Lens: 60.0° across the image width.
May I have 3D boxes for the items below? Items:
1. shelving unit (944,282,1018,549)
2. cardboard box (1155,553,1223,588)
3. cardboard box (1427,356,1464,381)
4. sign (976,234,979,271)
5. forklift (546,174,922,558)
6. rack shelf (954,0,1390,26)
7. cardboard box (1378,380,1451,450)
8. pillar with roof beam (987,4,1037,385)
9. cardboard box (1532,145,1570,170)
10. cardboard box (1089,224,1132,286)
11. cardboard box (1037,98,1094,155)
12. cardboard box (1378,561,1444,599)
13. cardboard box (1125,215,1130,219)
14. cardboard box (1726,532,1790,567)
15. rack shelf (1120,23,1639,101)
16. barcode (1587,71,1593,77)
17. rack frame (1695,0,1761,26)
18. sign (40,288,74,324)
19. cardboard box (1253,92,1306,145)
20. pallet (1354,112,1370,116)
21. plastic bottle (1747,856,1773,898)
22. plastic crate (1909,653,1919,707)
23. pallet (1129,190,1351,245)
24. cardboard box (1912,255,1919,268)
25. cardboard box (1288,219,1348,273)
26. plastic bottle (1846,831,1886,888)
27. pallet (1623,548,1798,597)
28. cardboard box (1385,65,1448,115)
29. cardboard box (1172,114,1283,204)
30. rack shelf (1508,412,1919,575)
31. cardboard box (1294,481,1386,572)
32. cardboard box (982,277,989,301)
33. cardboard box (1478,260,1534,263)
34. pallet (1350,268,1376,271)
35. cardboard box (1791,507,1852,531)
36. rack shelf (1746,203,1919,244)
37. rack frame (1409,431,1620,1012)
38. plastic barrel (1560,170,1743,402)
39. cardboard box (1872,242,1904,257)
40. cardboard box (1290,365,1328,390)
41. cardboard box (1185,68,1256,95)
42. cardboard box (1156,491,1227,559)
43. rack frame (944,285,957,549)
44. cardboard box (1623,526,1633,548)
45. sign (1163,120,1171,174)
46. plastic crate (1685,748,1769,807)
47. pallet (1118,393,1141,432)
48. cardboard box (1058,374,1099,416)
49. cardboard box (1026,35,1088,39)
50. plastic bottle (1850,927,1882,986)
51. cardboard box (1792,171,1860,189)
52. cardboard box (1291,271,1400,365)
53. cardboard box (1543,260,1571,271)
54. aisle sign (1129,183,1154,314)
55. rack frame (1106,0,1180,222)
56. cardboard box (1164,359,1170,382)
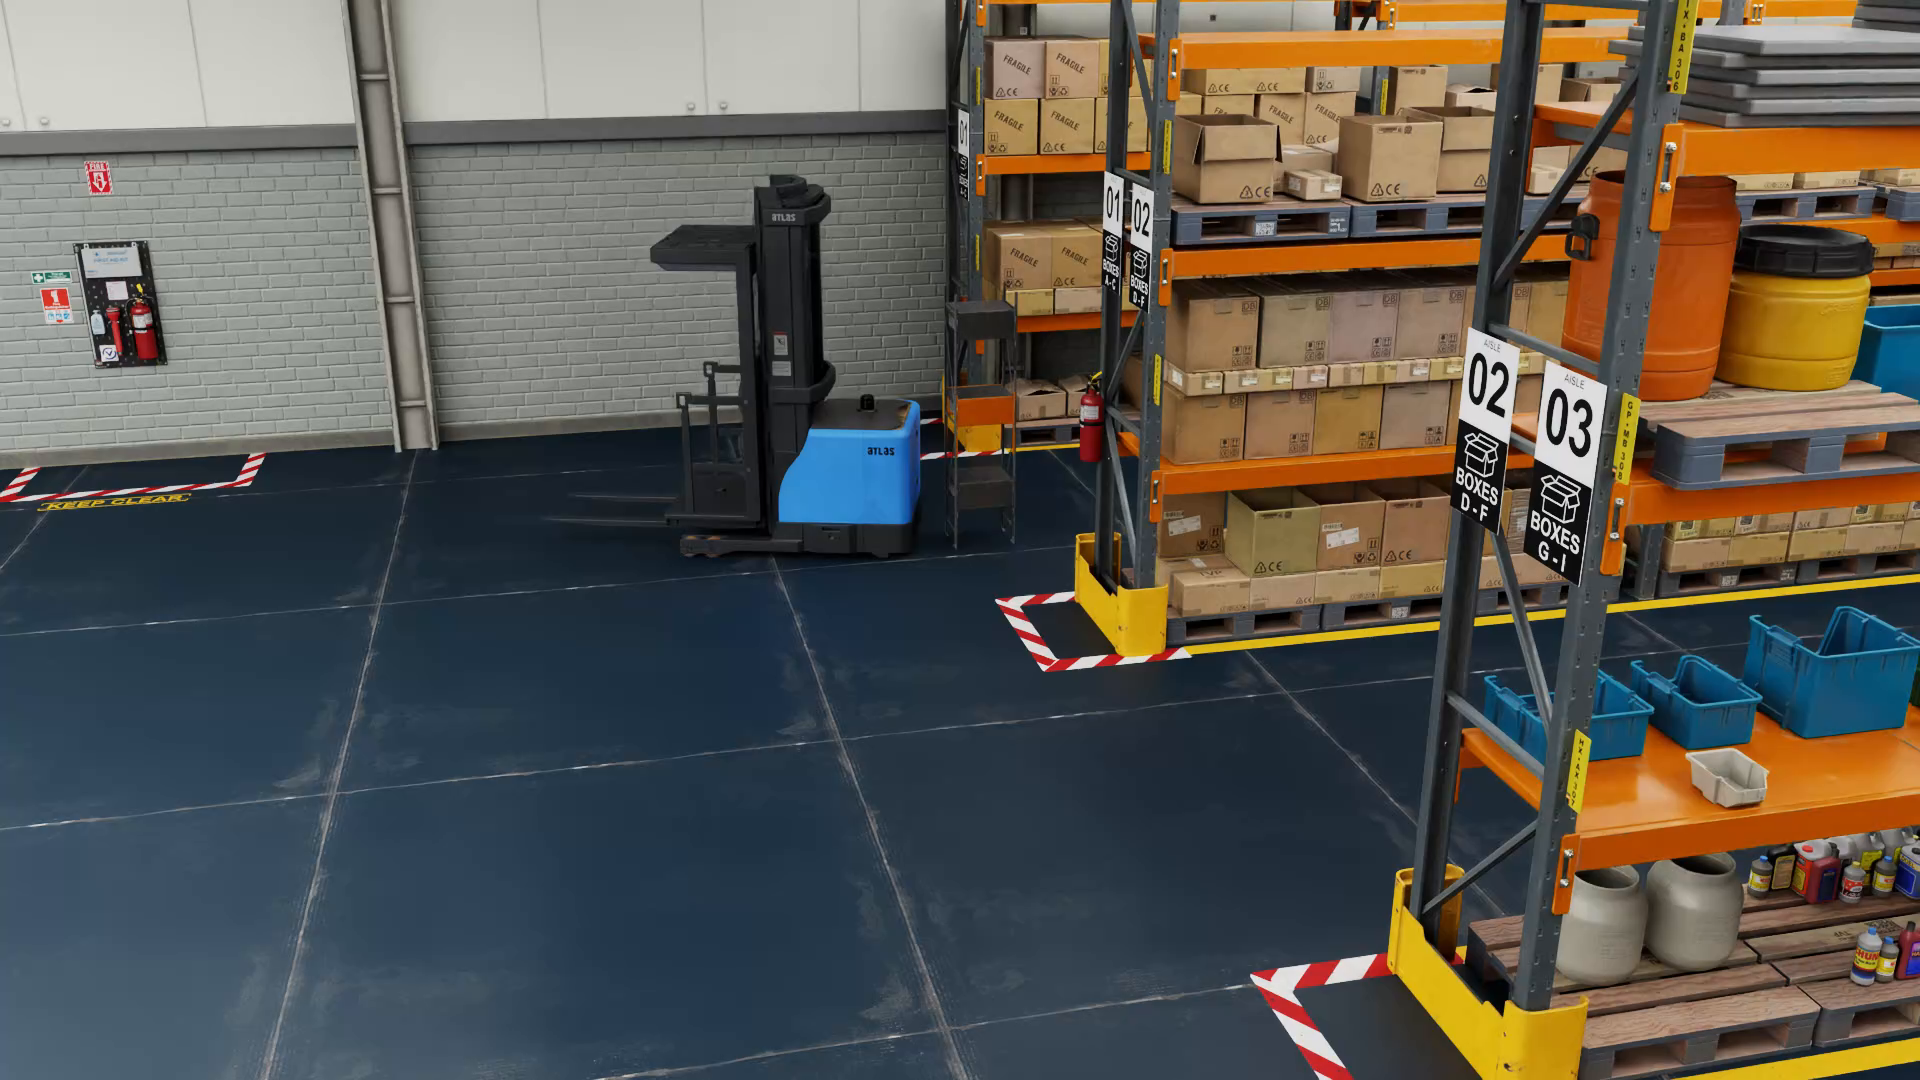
[{"bbox_3d":[0.161,-0.999,13.489,0.503,2.100,0.431,-5,21,-12],"label":"shelving unit"},{"bbox_3d":[1.633,0.154,12.421,0.500,0.250,0.500,-5,21,-12],"label":"cardboard box"},{"bbox_3d":[3.362,-1.252,11.782,0.250,0.149,0.380,-4,20,-11],"label":"cardboard box"},{"bbox_3d":[0.160,-2.682,15.516,0.005,0.325,0.100,-5,21,-12],"label":"sign"},{"bbox_3d":[-1.862,-1.416,13.418,3.031,2.935,1.130,1,20,4],"label":"forklift"},{"bbox_3d":[1.982,-5.093,15.685,4.000,0.370,1.077,-5,21,-12],"label":"rack shelf"},{"bbox_3d":[3.142,-1.002,12.043,0.500,0.500,0.700,-4,21,-11],"label":"cardboard box"},{"bbox_3d":[1.508,-4.178,12.136,0.400,9.000,9.100,-5,21,-12],"label":"pillar with roof beam"},{"bbox_3d":[3.995,-2.751,11.917,0.500,0.311,0.500,-6,21,-15],"label":"cardboard box"},{"bbox_3d":[1.557,-2.760,16.086,0.500,0.500,0.500,-5,21,-14],"label":"cardboard box"},{"bbox_3d":[0.949,-3.895,15.551,0.500,0.500,0.500,-3,20,-9],"label":"cardboard box"},{"bbox_3d":[3.212,0.209,12.270,0.500,0.250,0.500,-5,21,-12],"label":"cardboard box"},{"bbox_3d":[1.929,-2.975,16.674,0.500,0.500,0.500,-4,21,-12],"label":"cardboard box"},{"bbox_3d":[6.019,-0.011,12.869,0.500,0.250,0.500,-4,21,-11],"label":"cardboard box"},{"bbox_3d":[3.125,-3.249,11.227,4.000,0.370,1.077,-5,21,-12],"label":"rack shelf"},{"bbox_3d":[6.628,-4.903,17.488,0.075,0.075,0.001,-5,21,-12],"label":"barcode"},{"bbox_3d":[7.821,-5.907,16.857,0.127,3.000,1.000,-5,21,-12],"label":"rack frame"},{"bbox_3d":[-8.297,-2.151,15.275,0.234,0.329,0.001,-5,21,-12],"label":"sign"},{"bbox_3d":[2.998,-4.080,16.055,0.500,0.500,0.500,-6,21,-17],"label":"cardboard box"},{"bbox_3d":[4.553,-4.107,16.577,1.003,0.211,1.213,-5,21,-12],"label":"pallet"},{"bbox_3d":[4.001,1.675,8.310,0.097,0.201,0.097,0,20,0],"label":"plastic bottle"},{"bbox_3d":[4.822,0.655,7.973,0.662,0.188,0.450,-5,21,-12],"label":"plastic crate"},{"bbox_3d":[1.873,-2.213,11.263,1.213,0.211,1.003,-5,21,-12],"label":"pallet"},{"bbox_3d":[10.450,-3.105,18.267,0.250,0.149,0.380,-5,21,-12],"label":"cardboard box"},{"bbox_3d":[3.539,-2.923,16.533,0.500,0.500,0.500,-5,21,-13],"label":"cardboard box"},{"bbox_3d":[4.548,1.568,8.384,0.185,0.351,0.144,-4,20,-10],"label":"plastic bottle"},{"bbox_3d":[5.779,0.122,13.173,1.213,0.211,1.003,-5,21,-12],"label":"pallet"},{"bbox_3d":[4.478,-4.442,16.464,0.500,0.500,0.500,-2,20,-5],"label":"cardboard box"},{"bbox_3d":[1.739,-2.563,11.125,0.637,0.503,0.797,-3,20,-9],"label":"cardboard box"},{"bbox_3d":[4.261,-0.370,7.147,4.000,0.370,1.077,-5,21,-12],"label":"rack shelf"},{"bbox_3d":[2.722,-0.109,12.048,0.500,0.500,0.500,-5,21,-12],"label":"cardboard box"},{"bbox_3d":[0.446,-2.498,16.461,0.500,0.250,0.500,-4,21,-12],"label":"cardboard box"},{"bbox_3d":[5.610,-3.160,17.296,0.500,0.500,0.700,-2,20,-5],"label":"cardboard box"},{"bbox_3d":[4.705,-2.695,17.090,1.213,0.211,1.003,-5,21,-12],"label":"pallet"},{"bbox_3d":[6.523,-0.313,12.881,0.500,0.311,0.500,-5,21,-14],"label":"cardboard box"},{"bbox_3d":[7.018,-2.344,12.539,4.000,0.370,1.077,-5,21,-12],"label":"rack shelf"},{"bbox_3d":[2.315,0.859,7.107,0.127,3.000,1.000,-5,21,-12],"label":"rack frame"},{"bbox_3d":[2.759,-1.029,6.666,0.708,0.830,0.600,-5,21,-12],"label":"plastic barrel"},{"bbox_3d":[9.852,-3.360,18.019,0.500,0.500,0.500,-4,21,-11],"label":"cardboard box"},{"bbox_3d":[2.356,-1.170,11.558,0.250,0.149,0.380,-5,21,-13],"label":"cardboard box"},{"bbox_3d":[2.466,-4.485,15.710,0.500,0.500,0.500,-5,21,-14],"label":"cardboard box"},{"bbox_3d":[1.632,-0.199,12.294,0.500,0.500,0.500,-5,21,-12],"label":"cardboard box"},{"bbox_3d":[-0.076,-0.980,13.436,0.015,2.100,0.400,-5,21,-12],"label":"rack frame"},{"bbox_3d":[5.408,-0.151,13.254,0.500,0.250,0.500,-5,21,-13],"label":"cardboard box"},{"bbox_3d":[1.301,-2.469,10.446,0.005,0.325,0.100,-5,21,-12],"label":"sign"},{"bbox_3d":[3.260,1.020,7.052,0.250,0.136,0.298,-5,21,-12],"label":"plastic crate"},{"bbox_3d":[2.093,-1.301,17.060,1.213,0.211,1.003,-5,21,-12],"label":"pallet"},{"bbox_3d":[1.284,-1.471,16.738,0.500,0.311,0.500,-3,20,-8],"label":"cardboard box"},{"bbox_3d":[0.923,-4.560,15.912,0.500,0.500,0.500,-3,20,-9],"label":"cardboard box"},{"bbox_3d":[4.151,1.895,7.608,0.097,0.271,0.097,0,20,0],"label":"plastic bottle"},{"bbox_3d":[6.207,-2.741,12.182,0.500,0.250,0.500,-7,21,-18],"label":"cardboard box"},{"bbox_3d":[2.688,-1.575,11.723,0.500,0.500,0.700,-5,21,-12],"label":"cardboard box"},{"bbox_3d":[4.641,-1.734,12.157,0.500,0.500,0.700,-5,21,-12],"label":"cardboard box"},{"bbox_3d":[1.185,-1.912,10.893,0.004,0.787,0.394,-5,21,-12],"label":"aisle sign"},{"bbox_3d":[1.179,-3.616,10.603,0.127,3.000,1.000,-5,21,-12],"label":"rack frame"},{"bbox_3d":[1.507,-1.244,11.762,0.250,0.149,0.380,-5,21,-13],"label":"cardboard box"}]
